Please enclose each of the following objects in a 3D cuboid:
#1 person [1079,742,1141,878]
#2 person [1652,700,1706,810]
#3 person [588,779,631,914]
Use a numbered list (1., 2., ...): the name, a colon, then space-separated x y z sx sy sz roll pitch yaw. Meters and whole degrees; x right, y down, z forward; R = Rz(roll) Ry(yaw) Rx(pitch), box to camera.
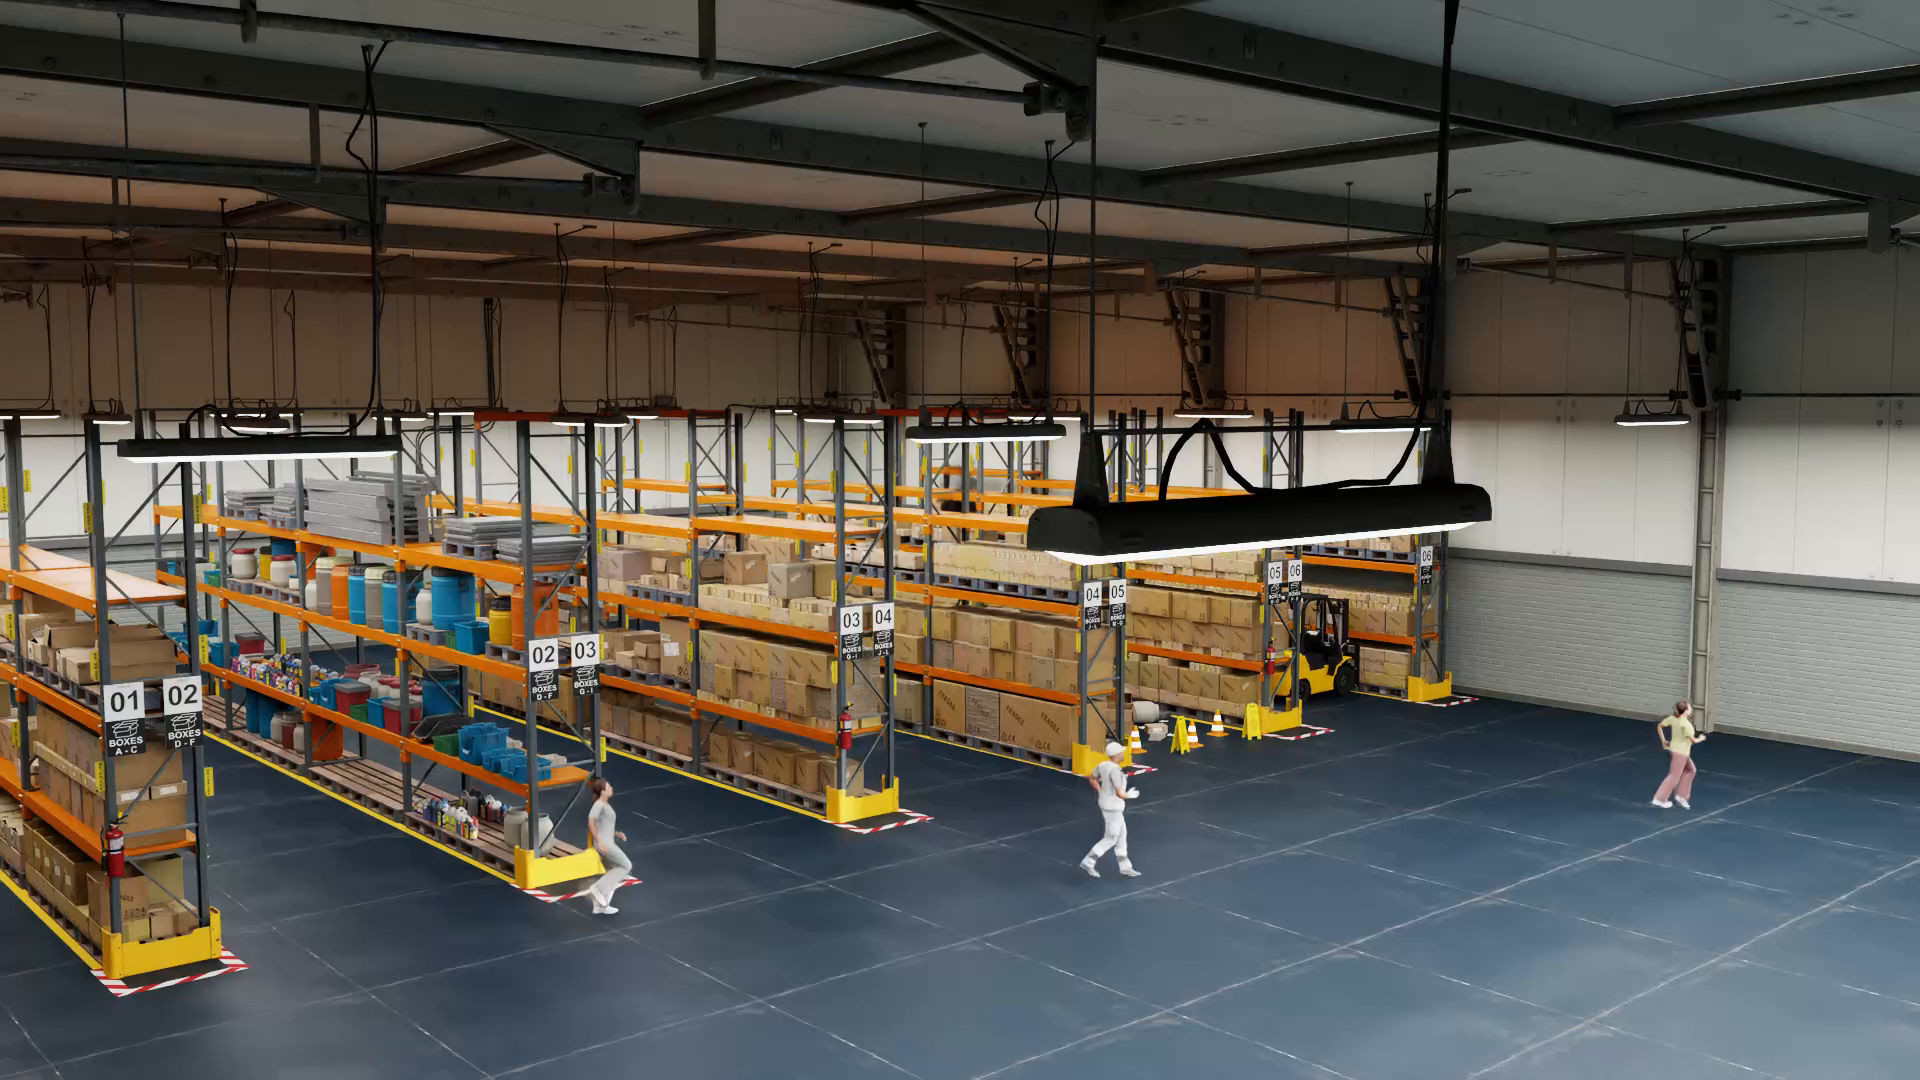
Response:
1. person: 1.963 3.527 21.668 0.883 1.807 0.682 -1 5 -12
2. person: 10.926 3.282 25.268 0.798 1.710 0.540 0 5 -2
3. person: -4.293 3.737 20.409 0.506 1.607 0.582 -1 5 -10
